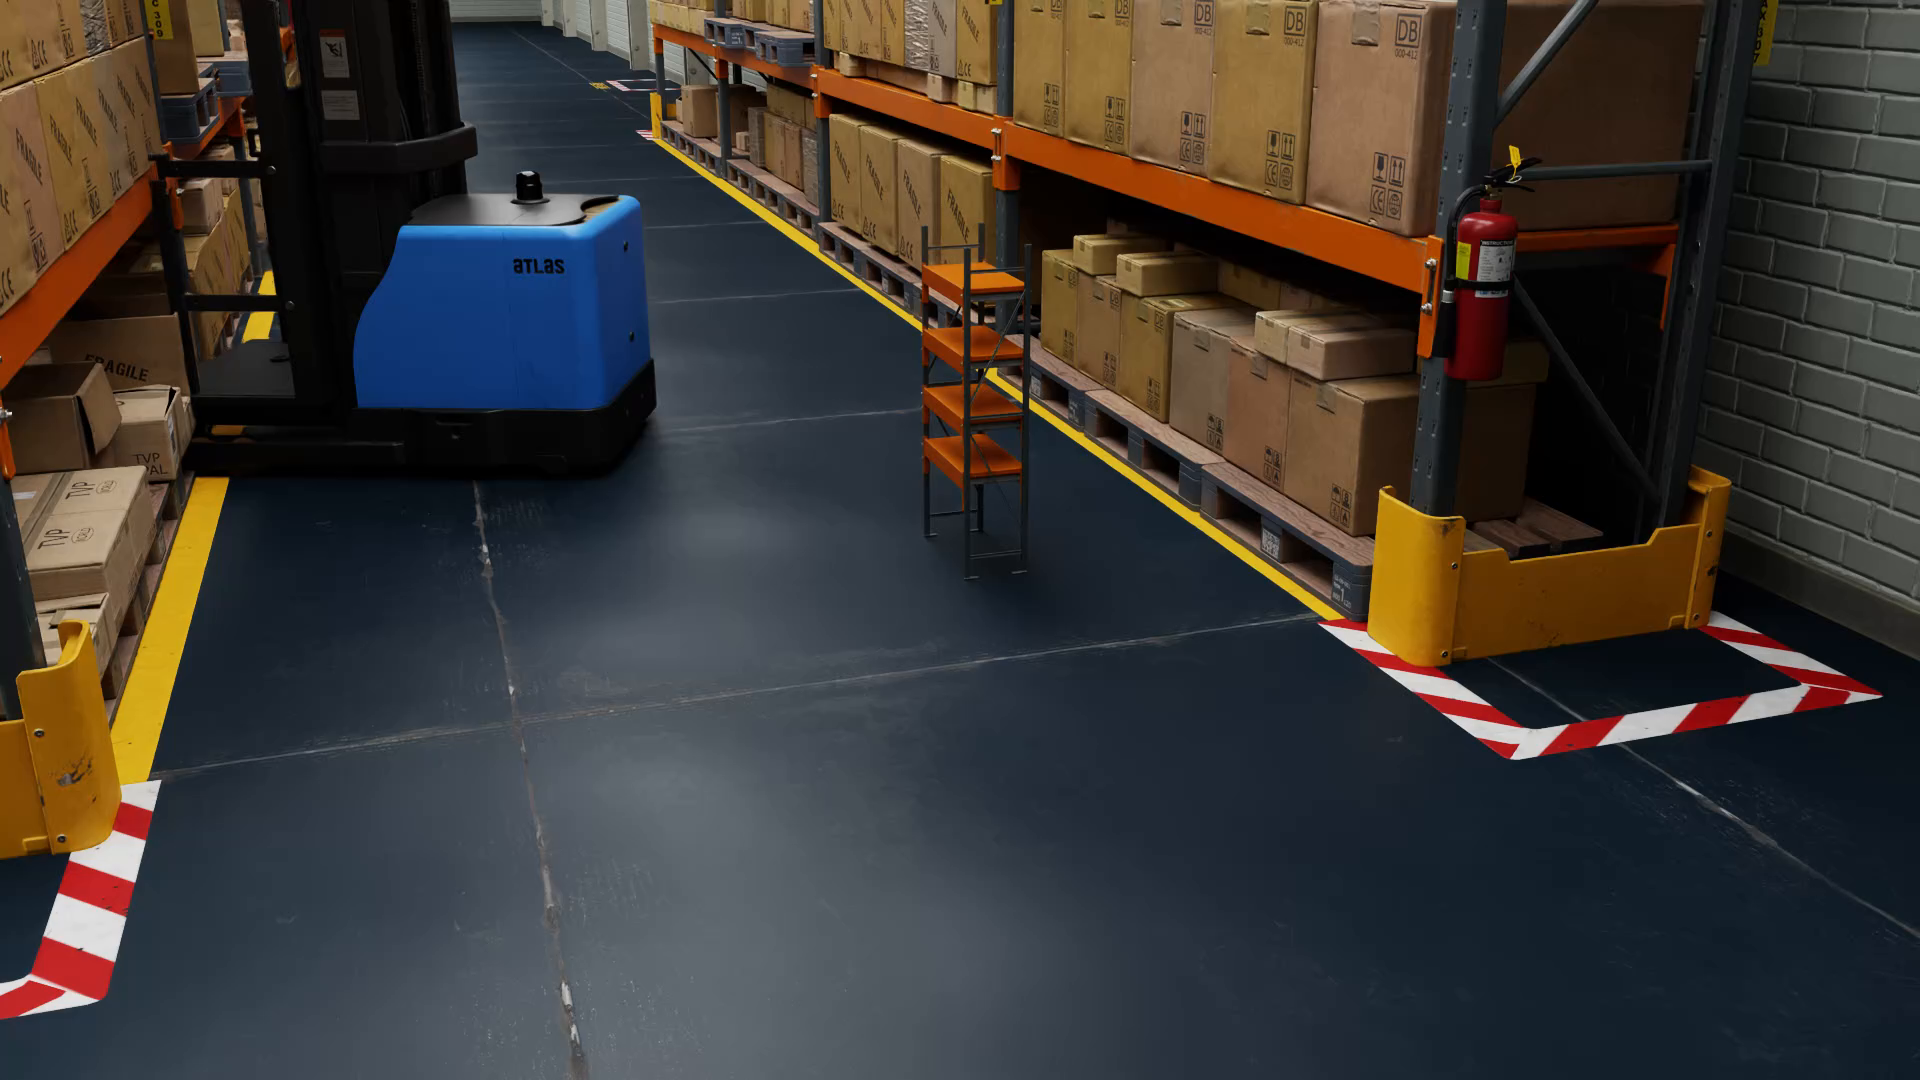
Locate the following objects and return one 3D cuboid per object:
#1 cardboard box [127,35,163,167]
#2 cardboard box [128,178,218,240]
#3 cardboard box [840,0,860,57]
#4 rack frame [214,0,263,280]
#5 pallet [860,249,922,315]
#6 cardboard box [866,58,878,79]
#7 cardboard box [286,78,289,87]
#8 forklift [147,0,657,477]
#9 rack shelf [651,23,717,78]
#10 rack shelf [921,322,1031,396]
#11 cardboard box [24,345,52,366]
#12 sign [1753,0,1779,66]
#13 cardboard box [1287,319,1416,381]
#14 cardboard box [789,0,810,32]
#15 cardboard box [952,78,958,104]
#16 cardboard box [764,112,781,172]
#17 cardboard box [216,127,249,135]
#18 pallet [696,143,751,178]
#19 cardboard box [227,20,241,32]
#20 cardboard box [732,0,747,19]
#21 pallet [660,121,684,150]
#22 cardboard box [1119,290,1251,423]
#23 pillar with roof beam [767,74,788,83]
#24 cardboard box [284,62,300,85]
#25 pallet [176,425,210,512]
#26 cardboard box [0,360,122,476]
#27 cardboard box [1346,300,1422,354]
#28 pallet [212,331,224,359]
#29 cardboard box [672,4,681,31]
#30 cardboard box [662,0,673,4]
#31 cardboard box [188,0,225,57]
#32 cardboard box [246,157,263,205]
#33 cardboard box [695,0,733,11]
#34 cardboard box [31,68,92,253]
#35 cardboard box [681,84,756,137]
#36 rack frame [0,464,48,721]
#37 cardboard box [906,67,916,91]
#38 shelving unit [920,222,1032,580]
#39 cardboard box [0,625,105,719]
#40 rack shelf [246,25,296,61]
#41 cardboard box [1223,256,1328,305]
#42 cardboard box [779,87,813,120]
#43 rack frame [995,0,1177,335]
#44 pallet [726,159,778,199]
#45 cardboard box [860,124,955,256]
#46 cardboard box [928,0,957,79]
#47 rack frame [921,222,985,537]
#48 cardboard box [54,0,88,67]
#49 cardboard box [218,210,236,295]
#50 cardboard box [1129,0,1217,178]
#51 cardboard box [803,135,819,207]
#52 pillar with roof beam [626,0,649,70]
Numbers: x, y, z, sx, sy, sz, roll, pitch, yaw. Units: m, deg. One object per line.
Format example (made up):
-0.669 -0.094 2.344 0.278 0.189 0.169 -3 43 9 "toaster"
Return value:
-3.617 -1.796 6.830 0.500 0.500 0.500 -6 21 -16 "cardboard box"
-4.252 -1.767 8.837 0.500 0.250 0.500 -6 21 -17 "cardboard box"
-0.508 -3.537 11.209 0.500 0.500 0.500 -6 21 -15 "cardboard box"
-5.275 -3.165 10.792 1.000 3.000 0.127 -6 21 -17 "rack frame"
-0.017 -1.729 10.917 1.003 0.211 1.213 -6 21 -17 "pallet"
-0.419 -3.210 11.258 0.380 0.149 0.250 -7 21 -18 "cardboard box"
-6.545 -4.047 15.584 0.500 0.500 0.500 -6 21 -17 "cardboard box"
-2.989 -1.829 7.173 3.031 2.935 1.130 1 20 2 "forklift"
-2.459 -5.280 17.742 1.077 0.370 4.000 -6 21 -17 "rack shelf"
0.052 -0.659 6.013 0.258 0.148 0.480 -6 21 -17 "rack shelf"
-4.091 -0.666 7.159 0.500 0.311 0.500 -6 21 -17 "cardboard box"
2.470 -1.627 5.112 0.100 0.325 0.005 -6 21 -17 "sign"
1.413 -0.688 6.011 0.380 0.149 0.250 -7 21 -18 "cardboard box"
-0.932 -4.273 13.077 0.700 0.500 0.500 -8 21 -22 "cardboard box"
0.169 -2.545 9.407 0.380 0.149 0.250 -6 21 -16 "cardboard box"
-1.373 -3.612 15.083 0.700 0.500 0.500 -7 21 -18 "cardboard box"
-5.808 -3.190 13.478 0.500 0.311 0.500 -6 21 -17 "cardboard box"
-2.075 -3.876 16.895 1.003 0.211 1.213 -6 21 -17 "pallet"
-6.336 -4.225 13.964 0.500 0.250 0.500 -5 20 -14 "cardboard box"
-1.703 -5.064 15.278 0.700 0.500 0.500 -6 21 -17 "cardboard box"
-2.842 -4.659 19.075 1.003 0.211 1.213 -6 21 -17 "pallet"
1.136 -0.853 7.430 0.700 0.500 0.500 -6 21 -16 "cardboard box"
-6.133 -8.493 16.751 9.100 9.000 0.400 -6 21 -17 "pillar with roof beam"
-7.338 -4.849 17.815 0.500 0.500 0.500 -6 21 -17 "cardboard box"
-3.803 -0.349 7.075 1.003 0.211 1.213 -6 21 -17 "pallet"
-3.422 -0.311 5.888 0.797 0.503 0.637 -6 21 -17 "cardboard box"
1.695 -0.810 6.350 0.380 0.149 0.250 -6 21 -17 "cardboard box"
-4.309 -0.826 8.405 1.003 0.211 1.213 -6 21 -17 "pallet"
-2.748 -5.517 17.531 0.500 0.250 0.500 -6 21 -17 "cardboard box"
-2.921 -6.041 17.879 0.500 0.500 0.500 -7 21 -19 "cardboard box"
-4.970 -3.220 10.174 0.700 0.500 0.500 -15 24 -35 "cardboard box"
-5.161 -2.532 11.645 0.500 0.311 0.500 -6 21 -15 "cardboard box"
-2.273 -5.387 16.060 0.500 0.500 0.500 -6 21 -17 "cardboard box"
-2.972 -1.142 5.010 0.500 0.500 0.500 -6 21 -17 "cardboard box"
-2.593 -4.635 17.932 0.700 0.500 0.500 -8 21 -21 "cardboard box"
-2.760 -0.598 3.644 1.000 3.000 0.127 -6 21 -17 "rack frame"
-0.121 -2.878 10.333 0.380 0.149 0.250 -6 21 -15 "cardboard box"
0.052 -0.512 6.066 0.258 1.200 0.503 -6 21 -17 "shelving unit"
-2.566 0.366 4.527 0.380 0.149 0.250 -6 21 -17 "cardboard box"
-7.161 -4.752 16.274 1.077 0.370 4.000 -6 21 -17 "rack shelf"
1.376 -1.135 7.256 0.380 0.149 0.250 -7 21 -18 "cardboard box"
-1.275 -3.818 14.546 0.500 0.250 0.500 -7 21 -19 "cardboard box"
0.684 -2.409 8.686 1.000 3.000 0.127 -6 21 -17 "rack frame"
-1.584 -3.414 15.610 1.003 0.211 1.213 -6 21 -17 "pallet"
-0.197 -2.347 11.072 0.750 0.750 0.750 -6 21 -17 "cardboard box"
0.130 -2.890 9.407 0.500 0.500 0.500 -6 21 -17 "cardboard box"
-0.025 -0.590 6.284 0.240 1.200 0.015 -6 21 -17 "rack frame"
-3.134 -1.777 5.299 0.500 0.500 0.500 -7 21 -18 "cardboard box"
-4.425 -1.587 9.444 0.500 0.500 0.500 -7 21 -19 "cardboard box"
1.301 -1.907 6.845 0.980 0.700 0.700 -7 21 -20 "cardboard box"
-0.849 -2.949 13.236 0.700 0.500 0.500 -6 21 -16 "cardboard box"
-9.905 -12.344 27.472 9.100 9.000 0.400 -6 21 -17 "pillar with roof beam"
